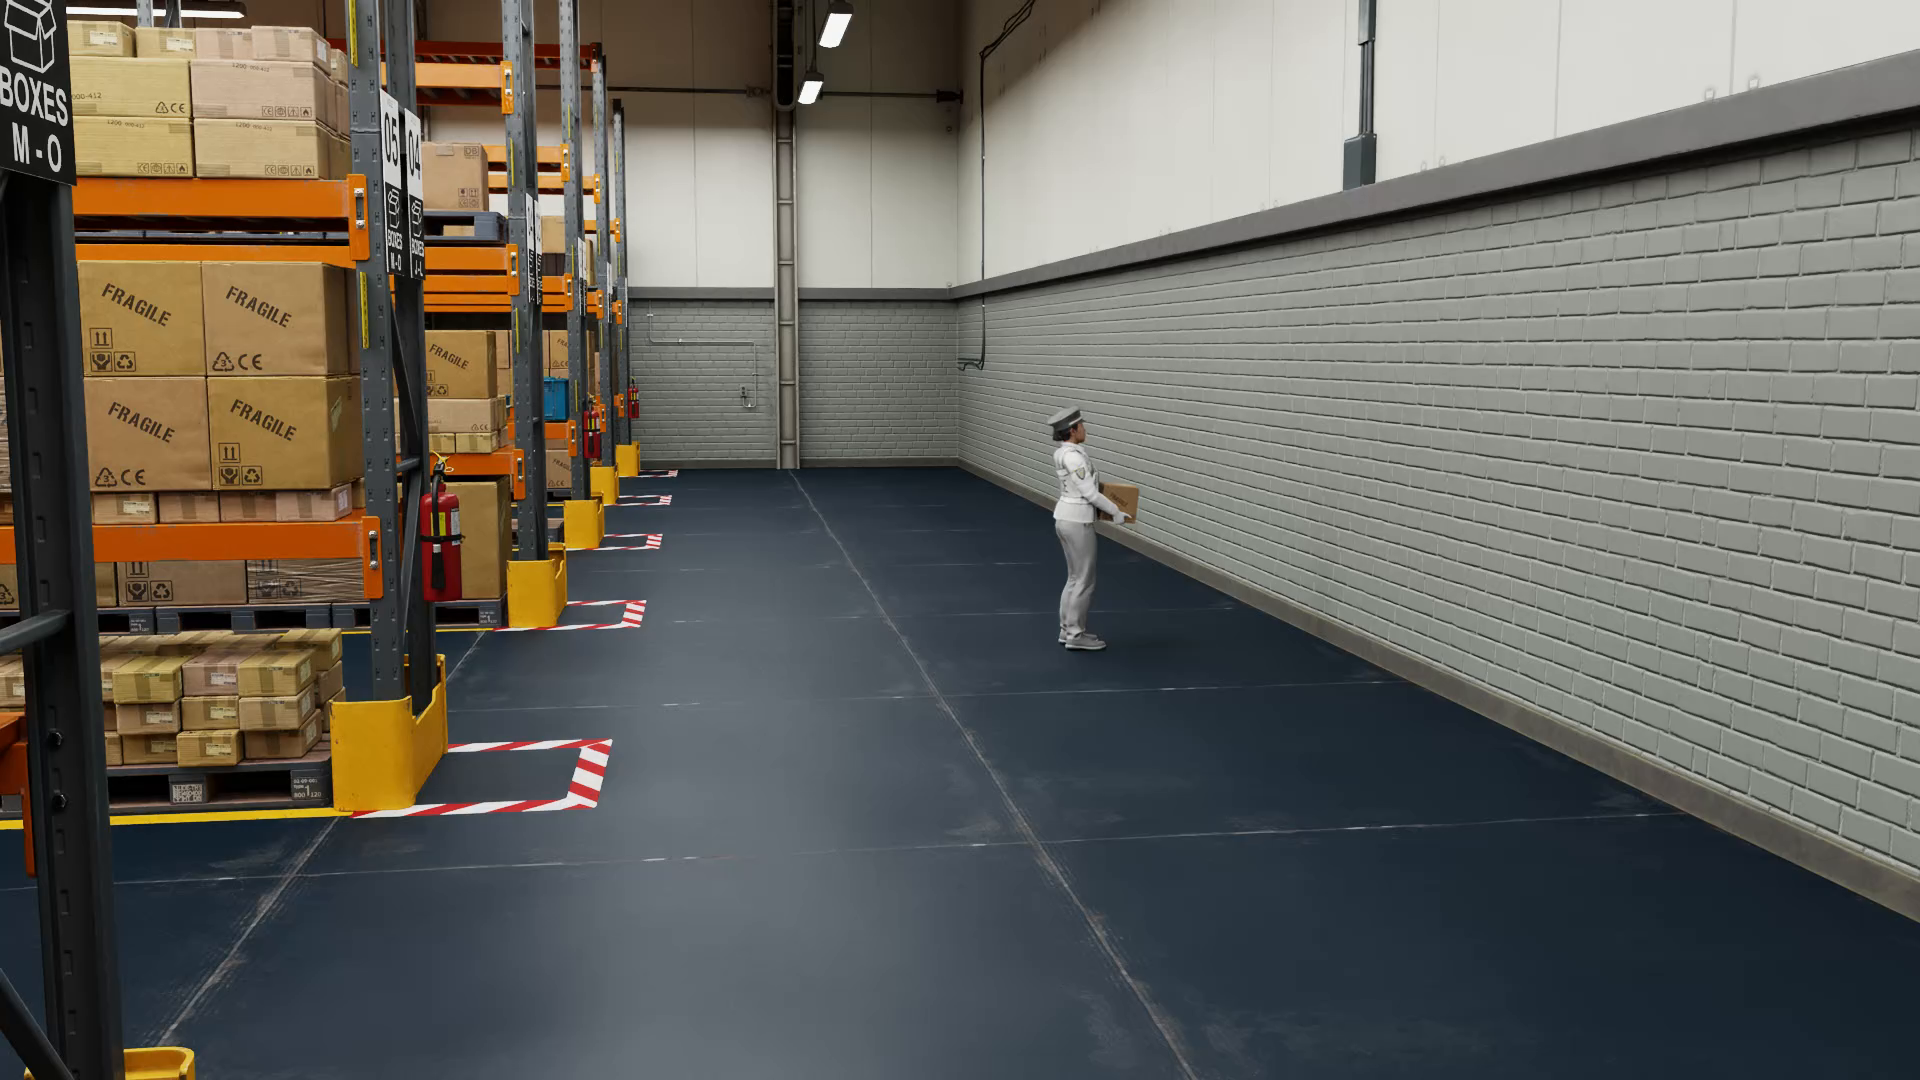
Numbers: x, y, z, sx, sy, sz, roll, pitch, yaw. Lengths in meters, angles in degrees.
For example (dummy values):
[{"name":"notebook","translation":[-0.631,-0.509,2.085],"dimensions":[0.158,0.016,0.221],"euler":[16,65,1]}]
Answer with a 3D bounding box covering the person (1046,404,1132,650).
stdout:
[{"name":"person","translation":[0.882,-0.096,11.549],"dimensions":[0.563,1.686,0.461],"euler":[-1,7,-9]}]
